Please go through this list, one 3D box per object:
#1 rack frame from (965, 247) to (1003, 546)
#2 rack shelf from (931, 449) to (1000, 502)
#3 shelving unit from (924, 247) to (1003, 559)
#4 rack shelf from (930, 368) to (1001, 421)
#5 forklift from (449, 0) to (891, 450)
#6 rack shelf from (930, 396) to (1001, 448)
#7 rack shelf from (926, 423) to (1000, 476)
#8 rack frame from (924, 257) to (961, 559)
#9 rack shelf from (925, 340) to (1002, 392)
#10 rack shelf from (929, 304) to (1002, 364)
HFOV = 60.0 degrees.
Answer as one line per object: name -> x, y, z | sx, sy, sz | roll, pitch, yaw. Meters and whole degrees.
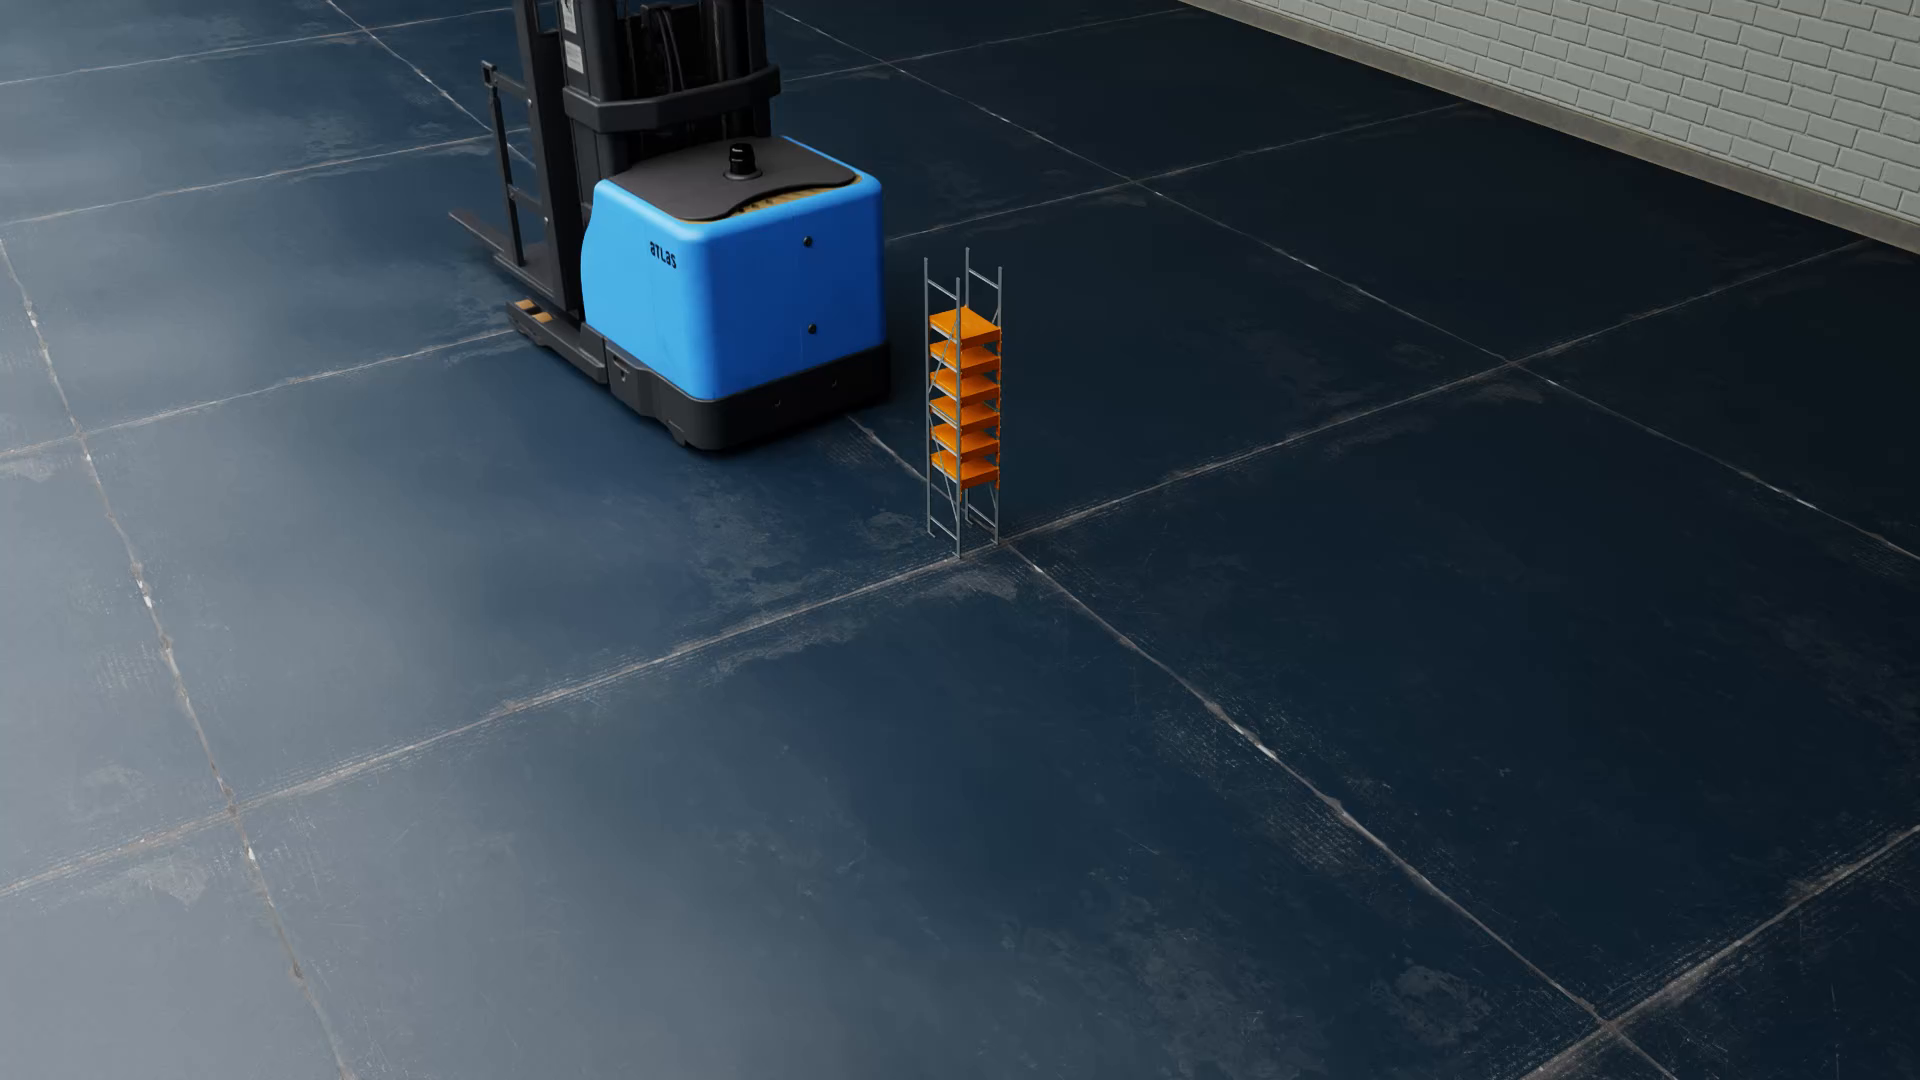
rack frame -> 0.089, -0.538, 6.478 | 0.006, 1.200, 0.240 | -19, 37, -27
rack shelf -> 0.012, -0.271, 6.588 | 0.180, 0.103, 0.258 | -19, 37, -27
shelving unit -> 0.012, -0.512, 6.437 | 0.189, 1.200, 0.258 | -19, 37, -27
rack shelf -> 0.012, -0.576, 6.396 | 0.180, 0.103, 0.258 | -19, 37, -27
forklift -> -1.631, -2.352, 7.731 | 1.130, 2.935, 3.031 | -23, 39, -32
rack shelf -> 0.012, -0.474, 6.460 | 0.180, 0.103, 0.258 | -19, 37, -27
rack shelf -> 0.012, -0.373, 6.524 | 0.180, 0.103, 0.258 | -19, 37, -27
rack frame -> -0.065, -0.485, 6.395 | 0.006, 1.200, 0.240 | -19, 37, -27
rack shelf -> 0.012, -0.677, 6.332 | 0.180, 0.103, 0.258 | -19, 37, -27
rack shelf -> 0.012, -0.779, 6.268 | 0.180, 0.103, 0.258 | -19, 37, -27
